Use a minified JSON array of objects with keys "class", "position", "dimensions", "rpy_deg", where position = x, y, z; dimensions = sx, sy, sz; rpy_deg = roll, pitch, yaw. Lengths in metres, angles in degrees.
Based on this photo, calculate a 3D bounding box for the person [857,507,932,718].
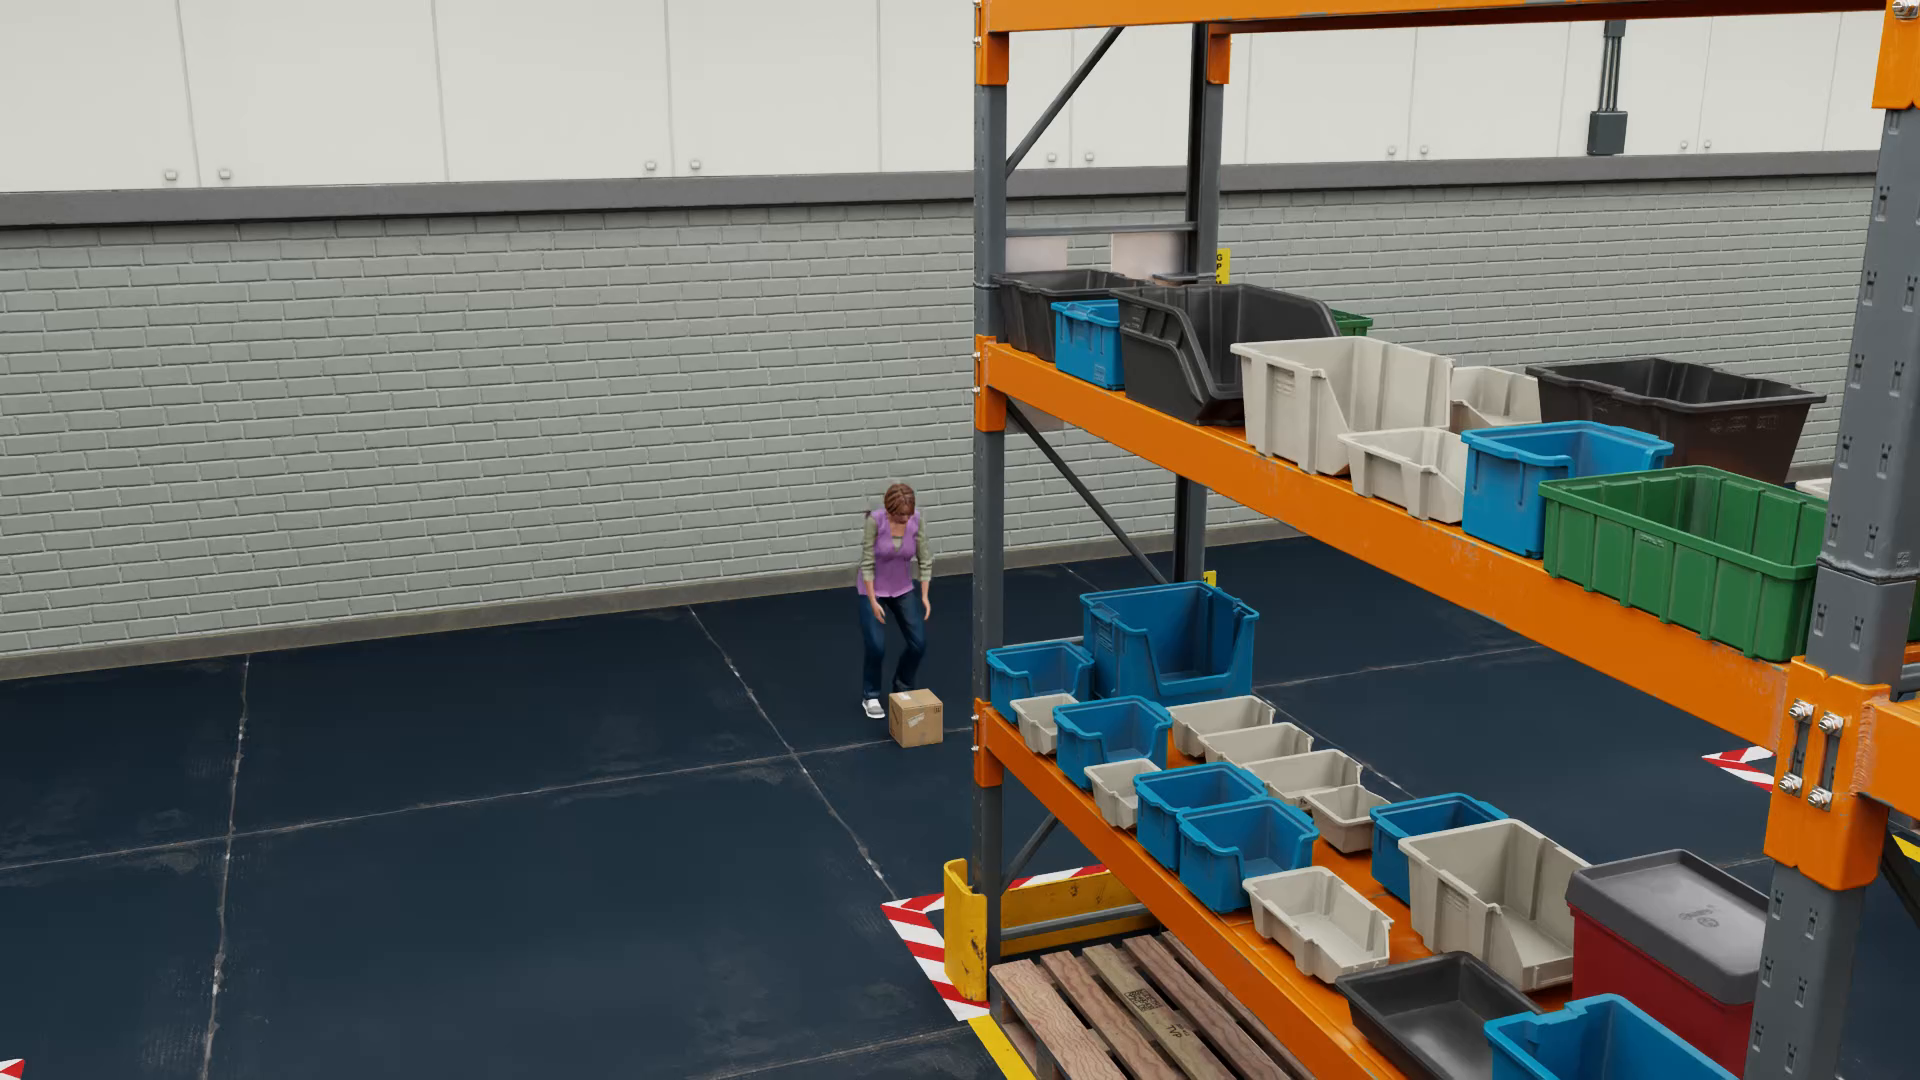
[{"class":"person","position":[-4.463,0.352,6.897],"dimensions":[10.164,3.201,3.464],"rpy_deg":[-6,17,-19]}]
